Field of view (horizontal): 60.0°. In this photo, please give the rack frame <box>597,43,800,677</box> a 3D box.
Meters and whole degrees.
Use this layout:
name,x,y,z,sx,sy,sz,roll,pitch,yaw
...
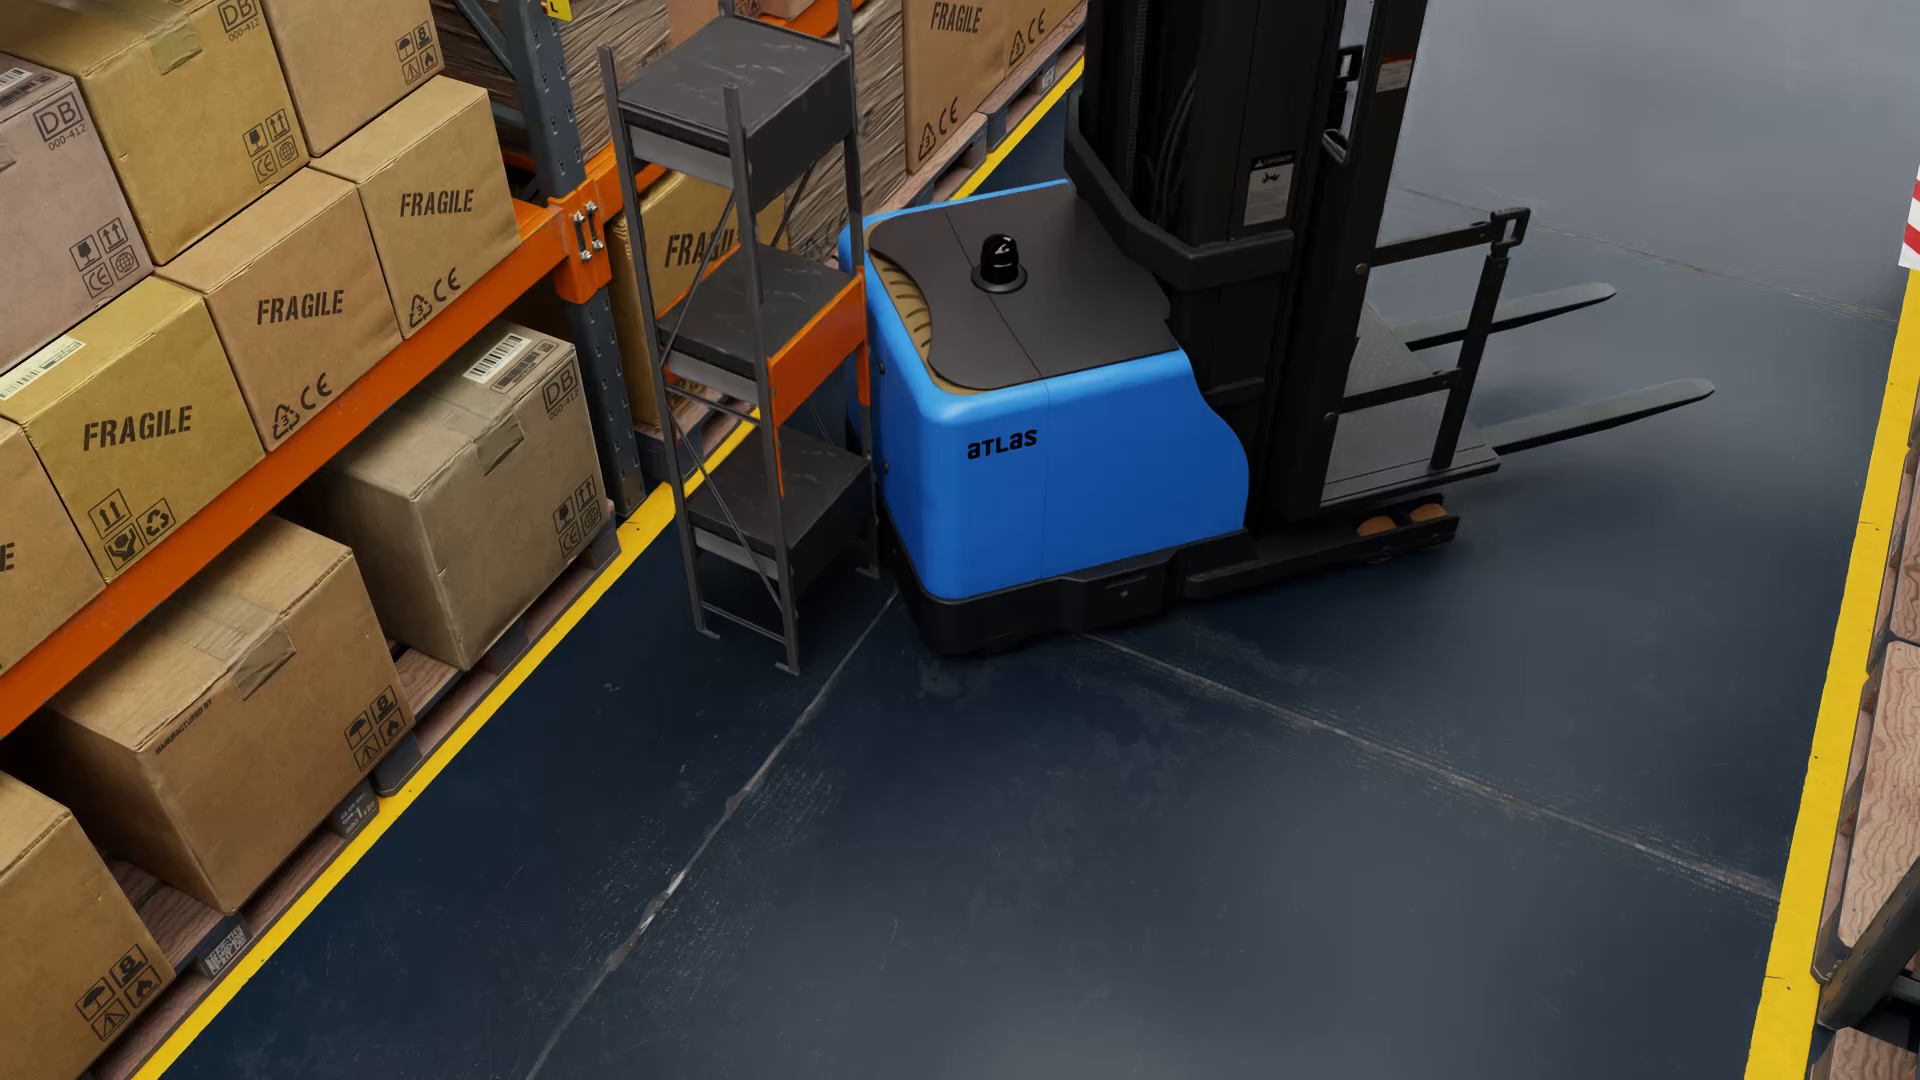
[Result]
name,x,y,z,sx,sy,sz,roll,pitch,yaw
rack frame,-0.688,-0.374,4.643,0.400,2.100,0.015,22,49,20

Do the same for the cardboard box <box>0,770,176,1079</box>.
name,x,y,z,sx,sy,sz,roll,pitch,yaw
cardboard box,-2.671,0.931,4.008,1.050,0.750,0.750,21,49,20

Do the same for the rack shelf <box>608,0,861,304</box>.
name,x,y,z,sx,sy,sz,roll,pitch,yaw
rack shelf,-0.567,-1.007,4.304,0.431,0.518,0.480,22,49,20

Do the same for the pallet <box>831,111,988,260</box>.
name,x,y,z,sx,sy,sz,roll,pitch,yaw
pallet,-0.592,-1.571,7.154,1.003,0.211,1.213,20,49,19

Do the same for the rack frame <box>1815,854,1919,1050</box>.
name,x,y,z,sx,sy,sz,roll,pitch,yaw
rack frame,2.767,0.375,3.271,1.000,3.000,0.127,20,49,19

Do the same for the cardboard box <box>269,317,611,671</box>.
name,x,y,z,sx,sy,sz,roll,pitch,yaw
cardboard box,-1.788,-0.263,5.187,1.050,0.750,0.750,20,49,19

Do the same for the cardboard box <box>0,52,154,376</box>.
name,x,y,z,sx,sy,sz,roll,pitch,yaw
cardboard box,-2.277,-0.756,3.615,0.700,0.500,0.500,21,49,19

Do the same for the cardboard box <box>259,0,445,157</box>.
name,x,y,z,sx,sy,sz,roll,pitch,yaw
cardboard box,-1.805,-1.399,4.250,0.700,0.500,0.500,20,49,18

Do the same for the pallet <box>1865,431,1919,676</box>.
name,x,y,z,sx,sy,sz,roll,pitch,yaw
pallet,3.612,0.149,5.455,1.003,0.211,1.213,20,49,19

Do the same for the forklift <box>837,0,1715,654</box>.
name,x,y,z,sx,sy,sz,roll,pitch,yaw
forklift,1.174,-1.293,4.968,3.031,2.935,1.130,-14,47,-13

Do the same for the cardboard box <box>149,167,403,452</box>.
name,x,y,z,sx,sy,sz,roll,pitch,yaw
cardboard box,-1.820,-0.627,4.190,0.500,0.500,0.500,20,49,19

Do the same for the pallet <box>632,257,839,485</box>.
name,x,y,z,sx,sy,sz,roll,pitch,yaw
pallet,-1.157,-0.800,6.392,1.003,0.211,1.213,20,49,19

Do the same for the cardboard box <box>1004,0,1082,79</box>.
name,x,y,z,sx,sy,sz,roll,pitch,yaw
cardboard box,0.021,-2.798,7.605,0.875,0.875,0.875,21,49,19

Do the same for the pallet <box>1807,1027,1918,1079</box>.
name,x,y,z,sx,sy,sz,roll,pitch,yaw
pallet,2.407,1.846,3.777,1.003,0.211,1.213,20,49,19

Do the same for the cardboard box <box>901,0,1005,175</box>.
name,x,y,z,sx,sy,sz,roll,pitch,yaw
cardboard box,-0.386,-2.243,7.057,0.875,0.875,0.875,20,49,18

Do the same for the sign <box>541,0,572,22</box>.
name,x,y,z,sx,sy,sz,roll,pitch,yaw
sign,-1.094,-1.533,4.398,0.100,0.325,0.005,20,49,19

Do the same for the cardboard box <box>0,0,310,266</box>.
name,x,y,z,sx,sy,sz,roll,pitch,yaw
cardboard box,-2.042,-1.074,3.929,0.700,0.500,0.500,20,49,18

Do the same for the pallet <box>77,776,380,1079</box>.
name,x,y,z,sx,sy,sz,roll,pitch,yaw
pallet,-2.436,0.936,4.677,1.003,0.211,1.213,20,49,19

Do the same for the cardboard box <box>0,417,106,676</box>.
name,x,y,z,sx,sy,sz,roll,pitch,yaw
cardboard box,-2.288,0.012,3.559,0.500,0.500,0.500,20,49,19

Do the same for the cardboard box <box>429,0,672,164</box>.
name,x,y,z,sx,sy,sz,roll,pitch,yaw
cardboard box,-1.419,-1.616,5.133,0.875,0.550,0.550,20,49,19

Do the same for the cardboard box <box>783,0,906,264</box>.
name,x,y,z,sx,sy,sz,roll,pitch,yaw
cardboard box,-0.811,-1.670,6.490,0.875,0.875,0.875,21,49,19

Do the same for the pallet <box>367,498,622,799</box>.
name,x,y,z,sx,sy,sz,roll,pitch,yaw
pallet,-1.871,0.164,5.439,1.003,0.211,1.213,20,49,19

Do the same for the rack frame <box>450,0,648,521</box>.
name,x,y,z,sx,sy,sz,roll,pitch,yaw
rack frame,-1.580,-1.327,4.952,1.000,3.000,0.127,20,49,19

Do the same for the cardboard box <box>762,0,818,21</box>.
name,x,y,z,sx,sy,sz,roll,pitch,yaw
cardboard box,-0.829,-2.271,5.780,0.875,0.550,0.550,20,49,19

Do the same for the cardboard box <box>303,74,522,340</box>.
name,x,y,z,sx,sy,sz,roll,pitch,yaw
cardboard box,-1.585,-0.945,4.505,0.500,0.500,0.500,20,49,19

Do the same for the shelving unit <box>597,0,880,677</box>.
name,x,y,z,sx,sy,sz,roll,pitch,yaw
shelving unit,-0.567,-0.525,4.792,0.431,2.100,0.503,22,49,20

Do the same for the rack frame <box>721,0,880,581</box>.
name,x,y,z,sx,sy,sz,roll,pitch,yaw
rack frame,-0.446,-0.676,4.941,0.400,2.100,0.015,22,49,20

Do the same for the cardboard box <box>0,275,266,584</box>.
name,x,y,z,sx,sy,sz,roll,pitch,yaw
cardboard box,-2.054,-0.308,3.875,0.500,0.500,0.500,21,49,19

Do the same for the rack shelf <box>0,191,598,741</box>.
name,x,y,z,sx,sy,sz,roll,pitch,yaw
rack shelf,-2.508,0.186,3.963,1.077,0.370,4.000,20,49,19

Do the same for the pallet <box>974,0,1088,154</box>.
name,x,y,z,sx,sy,sz,roll,pitch,yaw
pallet,-0.025,-2.337,7.911,1.003,0.211,1.213,20,49,19

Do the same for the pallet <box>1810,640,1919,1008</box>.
name,x,y,z,sx,sy,sz,roll,pitch,yaw
pallet,3.047,0.920,4.692,1.003,0.211,1.213,20,49,19

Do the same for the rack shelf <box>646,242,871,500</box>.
name,x,y,z,sx,sy,sz,roll,pitch,yaw
rack shelf,-0.567,-0.515,4.802,0.431,0.518,0.480,22,49,20

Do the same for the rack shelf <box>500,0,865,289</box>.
name,x,y,z,sx,sy,sz,roll,pitch,yaw
rack shelf,-0.651,-2.334,6.453,1.077,0.370,4.000,20,49,19

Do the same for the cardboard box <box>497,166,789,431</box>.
name,x,y,z,sx,sy,sz,roll,pitch,yaw
cardboard box,-1.226,-1.101,5.927,0.875,0.875,0.875,21,49,20

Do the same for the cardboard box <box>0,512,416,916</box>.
name,x,y,z,sx,sy,sz,roll,pitch,yaw
cardboard box,-2.239,0.344,4.588,1.050,0.750,0.750,20,49,19

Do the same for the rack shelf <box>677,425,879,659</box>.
name,x,y,z,sx,sy,sz,roll,pitch,yaw
rack shelf,-0.567,-0.023,5.300,0.431,0.518,0.480,22,49,20

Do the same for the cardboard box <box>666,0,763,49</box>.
name,x,y,z,sx,sy,sz,roll,pitch,yaw
cardboard box,-1.184,-1.970,5.482,0.875,0.550,0.550,20,49,19

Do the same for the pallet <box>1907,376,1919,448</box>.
name,x,y,z,sx,sy,sz,roll,pitch,yaw
pallet,4.180,-0.617,6.212,1.003,0.211,1.213,20,49,19
